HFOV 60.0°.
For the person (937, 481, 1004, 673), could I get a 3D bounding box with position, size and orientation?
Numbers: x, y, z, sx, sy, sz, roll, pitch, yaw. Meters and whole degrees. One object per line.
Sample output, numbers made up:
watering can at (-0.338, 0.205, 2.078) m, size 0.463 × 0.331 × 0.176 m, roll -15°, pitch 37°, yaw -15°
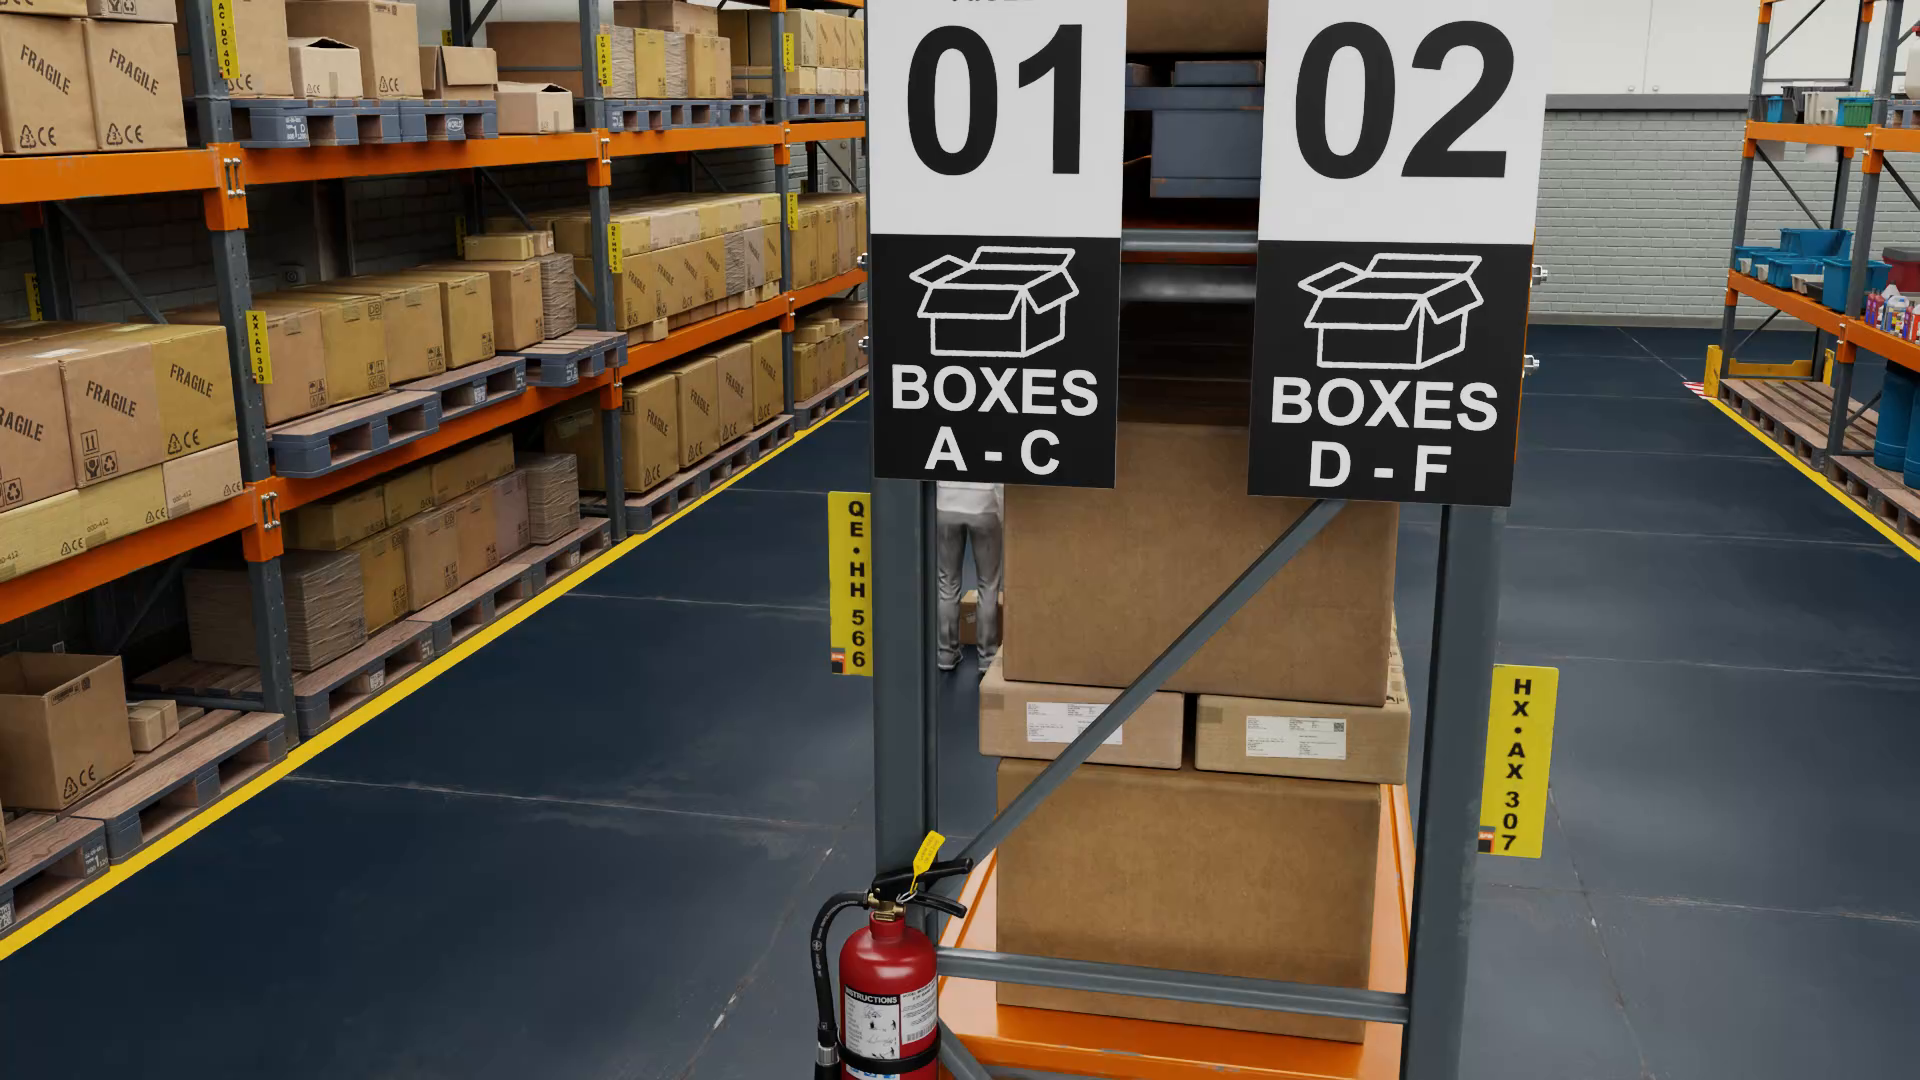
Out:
person at (0.033, -0.114, 8.951) m, size 0.468 × 1.669 × 0.329 m, roll 3°, pitch 15°, yaw 13°
